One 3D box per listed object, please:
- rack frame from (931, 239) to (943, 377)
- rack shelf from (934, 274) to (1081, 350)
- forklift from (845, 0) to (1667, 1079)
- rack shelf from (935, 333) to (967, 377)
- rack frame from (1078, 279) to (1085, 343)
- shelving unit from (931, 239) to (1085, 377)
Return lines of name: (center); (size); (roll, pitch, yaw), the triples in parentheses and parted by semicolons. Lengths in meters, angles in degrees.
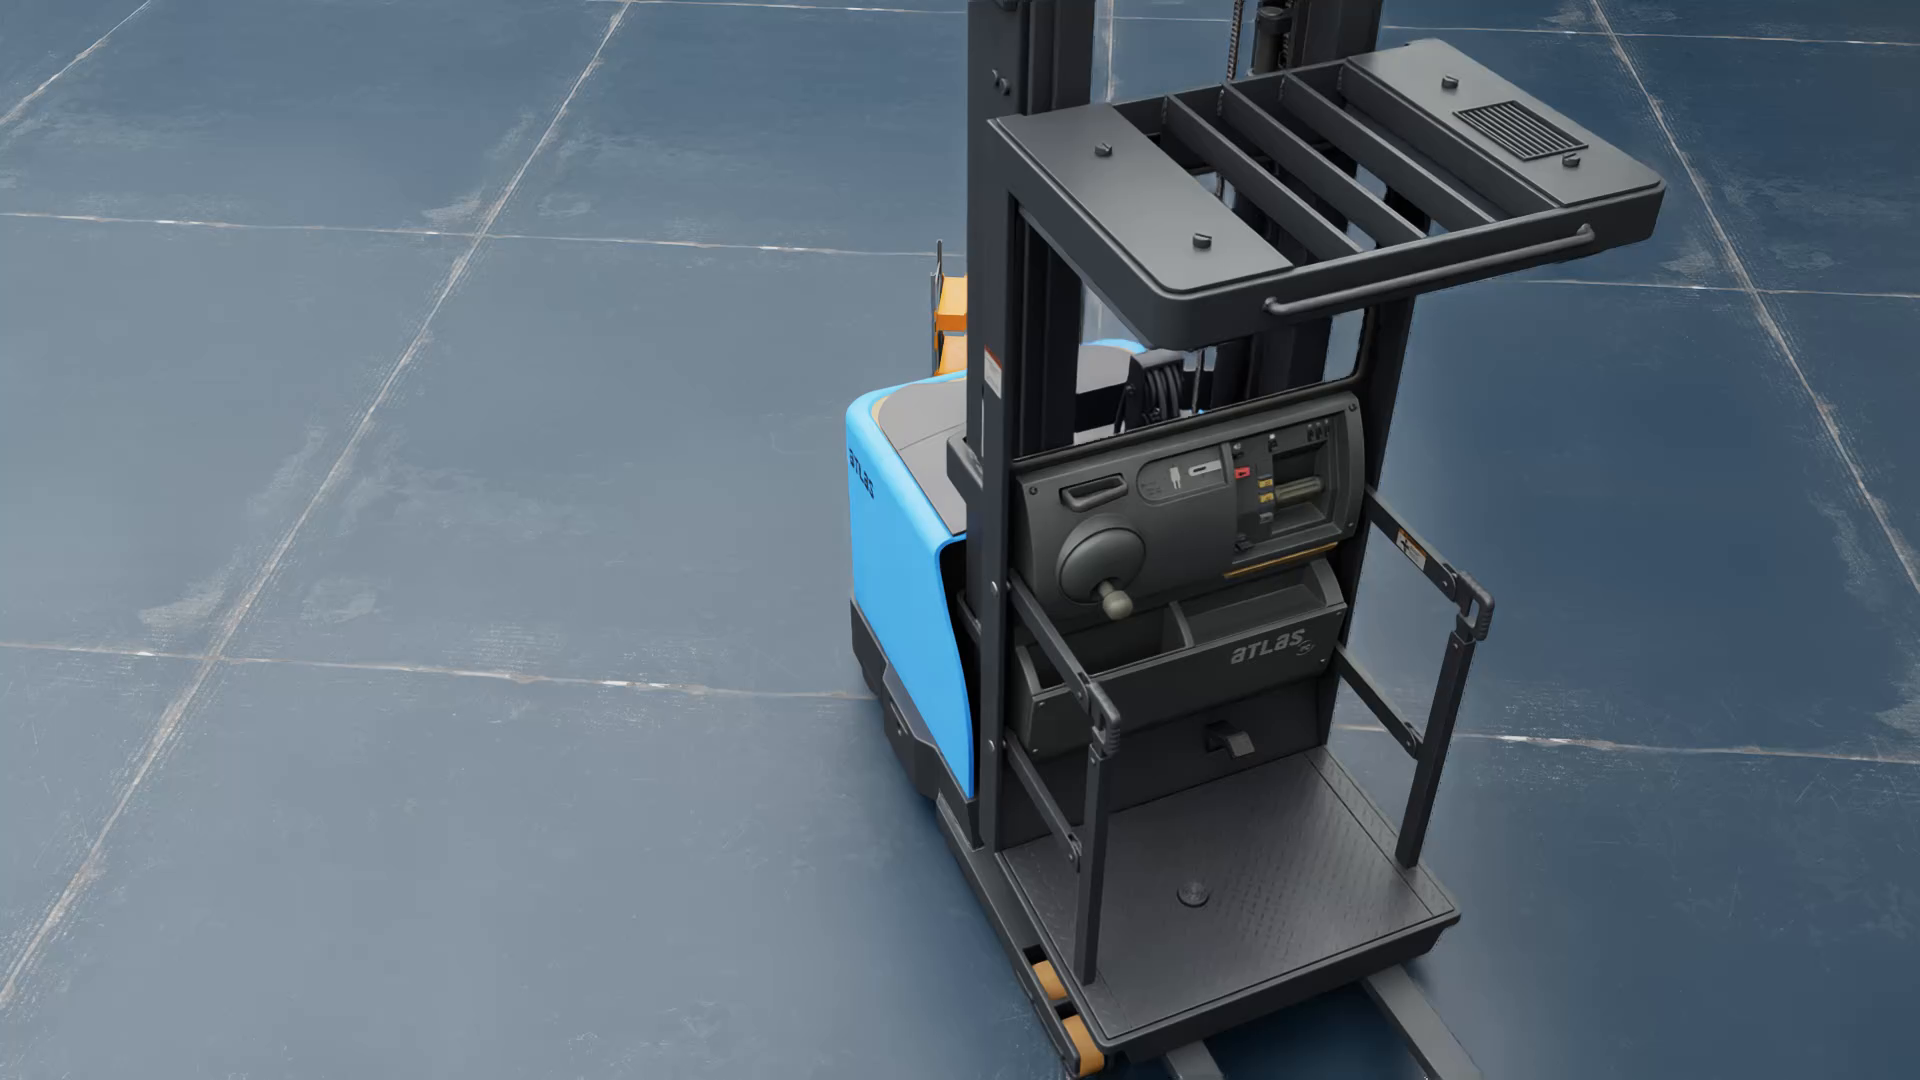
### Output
rack frame: (-0.078, -0.470, 5.876); (0.015, 1.200, 0.240); (3, 39, 4)
rack shelf: (0.165, -0.761, 5.612); (0.480, 0.148, 0.258); (3, 39, 4)
forklift: (0.671, -0.005, 3.934); (1.130, 2.935, 3.031); (-15, 41, -18)
rack shelf: (0.165, -0.578, 5.761); (0.480, 0.148, 0.258); (3, 39, 4)
rack frame: (0.408, -0.443, 5.844); (0.015, 1.200, 0.240); (3, 39, 4)
shelving unit: (0.165, -0.456, 5.860); (0.503, 1.200, 0.258); (3, 39, 4)
